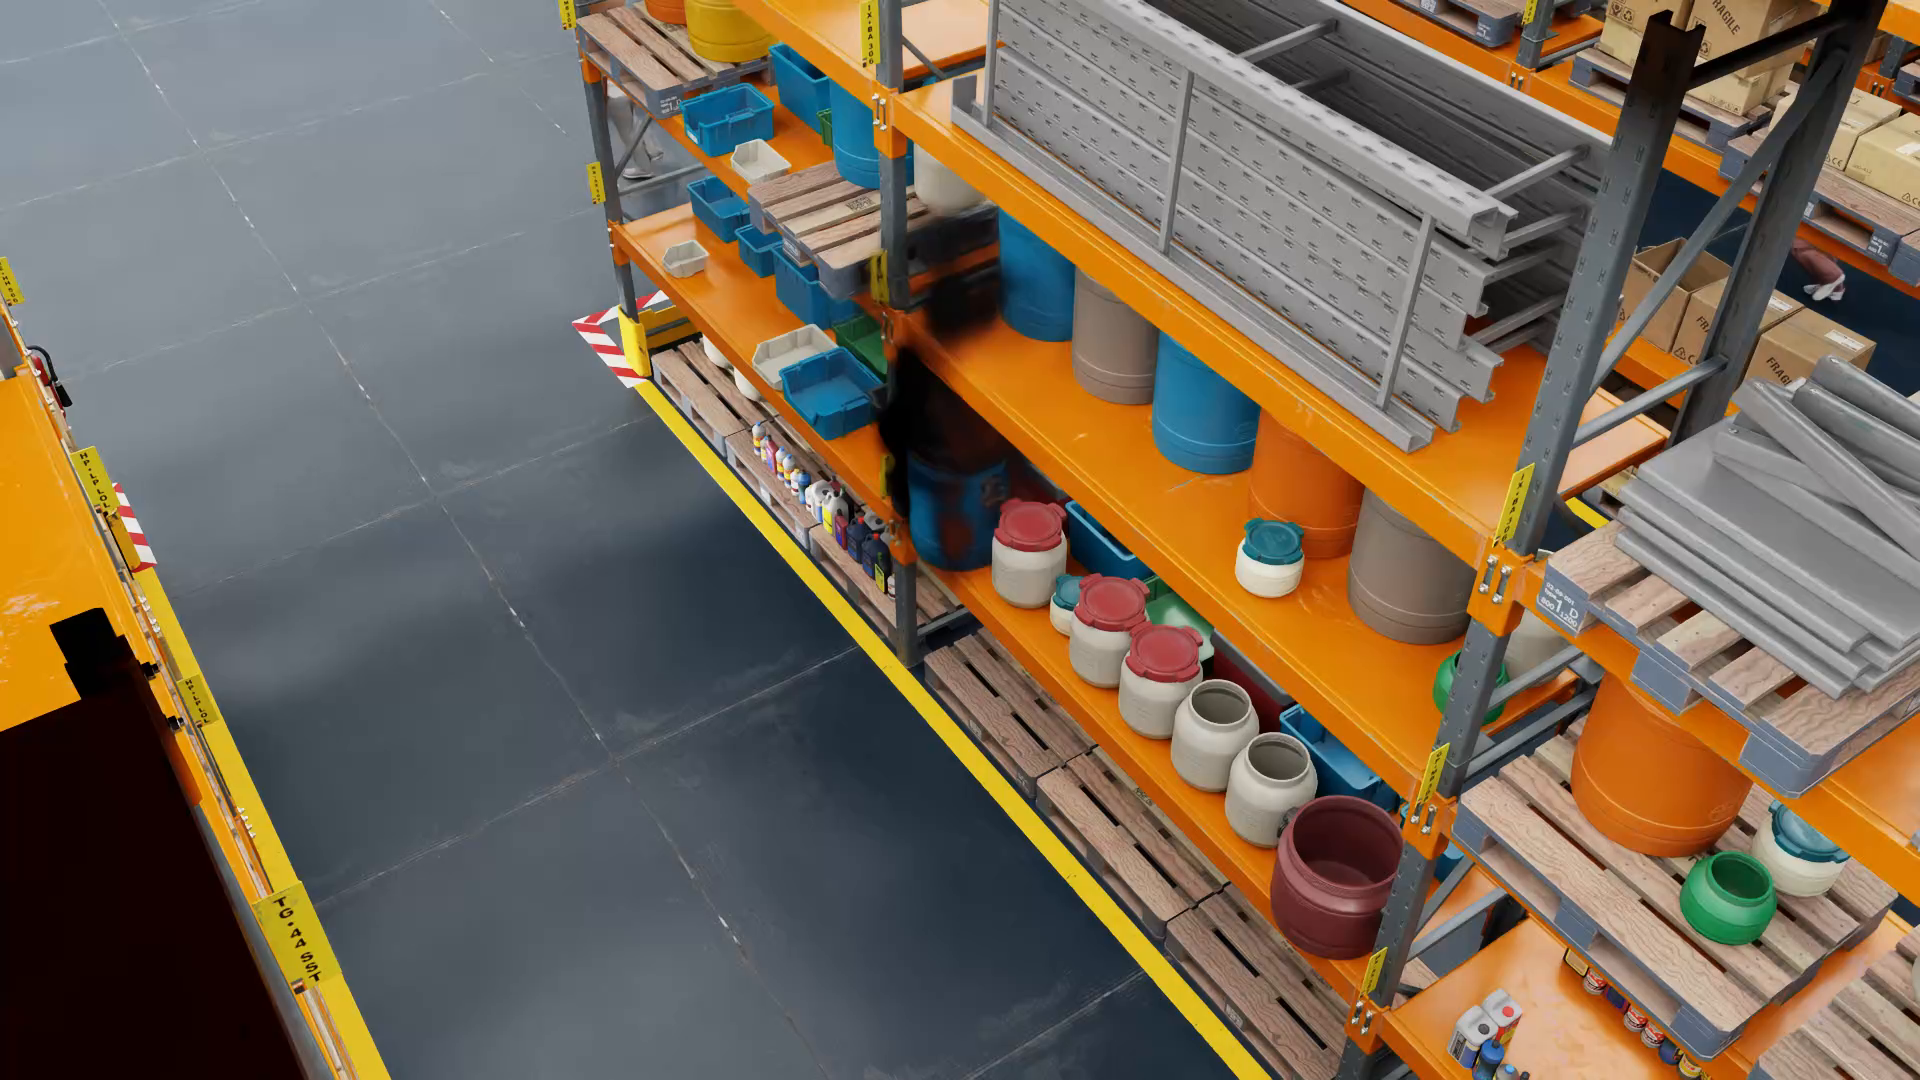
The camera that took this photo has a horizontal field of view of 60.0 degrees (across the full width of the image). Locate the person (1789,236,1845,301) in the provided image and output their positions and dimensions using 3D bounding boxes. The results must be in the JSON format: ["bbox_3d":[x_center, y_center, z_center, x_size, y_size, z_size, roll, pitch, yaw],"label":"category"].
[{"bbox_3d":[7.050,-2.686,13.528,0.745,1.559,0.585,15,45,16],"label":"person"}]

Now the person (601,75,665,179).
[{"bbox_3d":[-3.003,-4.017,14.897,0.447,1.656,0.575,17,45,18],"label":"person"}]
